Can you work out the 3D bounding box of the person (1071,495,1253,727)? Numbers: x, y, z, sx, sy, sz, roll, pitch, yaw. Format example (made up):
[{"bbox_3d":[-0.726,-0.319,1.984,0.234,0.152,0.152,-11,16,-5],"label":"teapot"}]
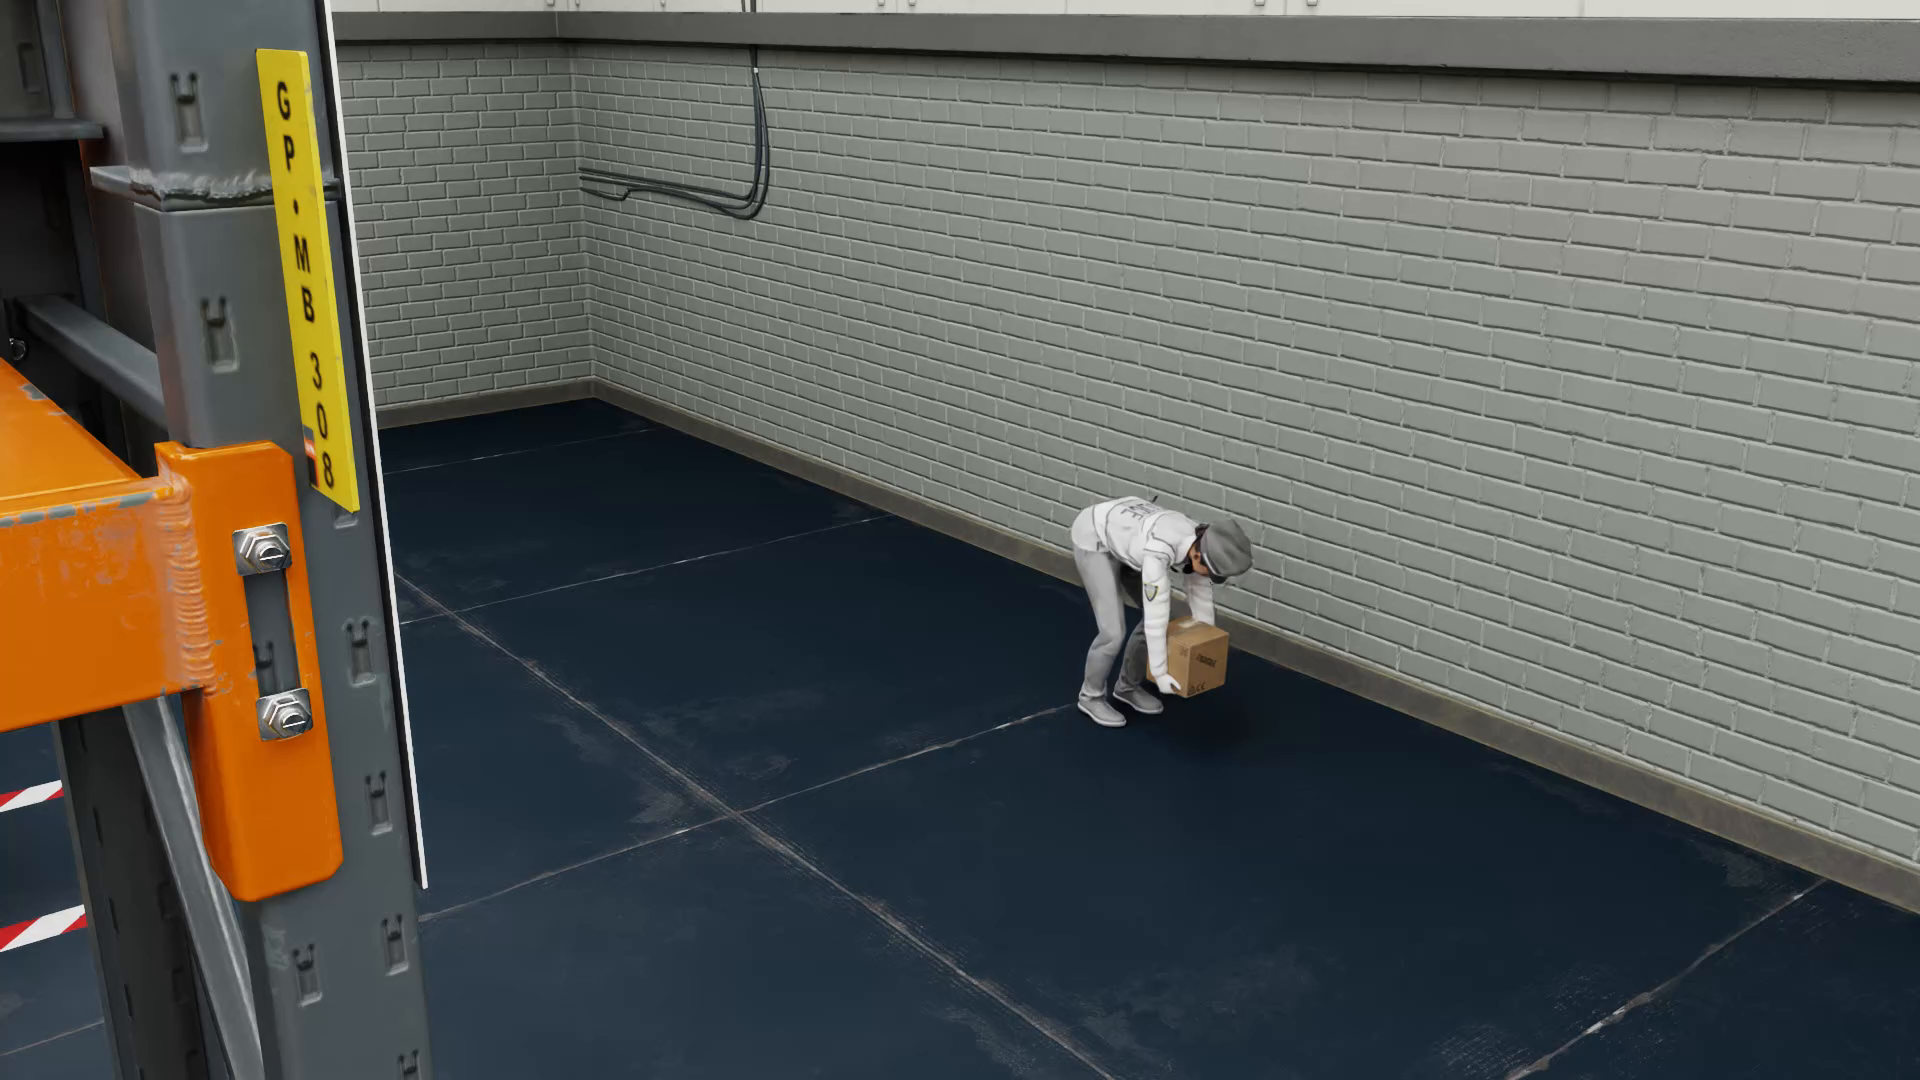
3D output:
[{"bbox_3d":[0.888,0.350,7.445,0.417,1.067,0.926,-15,23,-38],"label":"person"}]
